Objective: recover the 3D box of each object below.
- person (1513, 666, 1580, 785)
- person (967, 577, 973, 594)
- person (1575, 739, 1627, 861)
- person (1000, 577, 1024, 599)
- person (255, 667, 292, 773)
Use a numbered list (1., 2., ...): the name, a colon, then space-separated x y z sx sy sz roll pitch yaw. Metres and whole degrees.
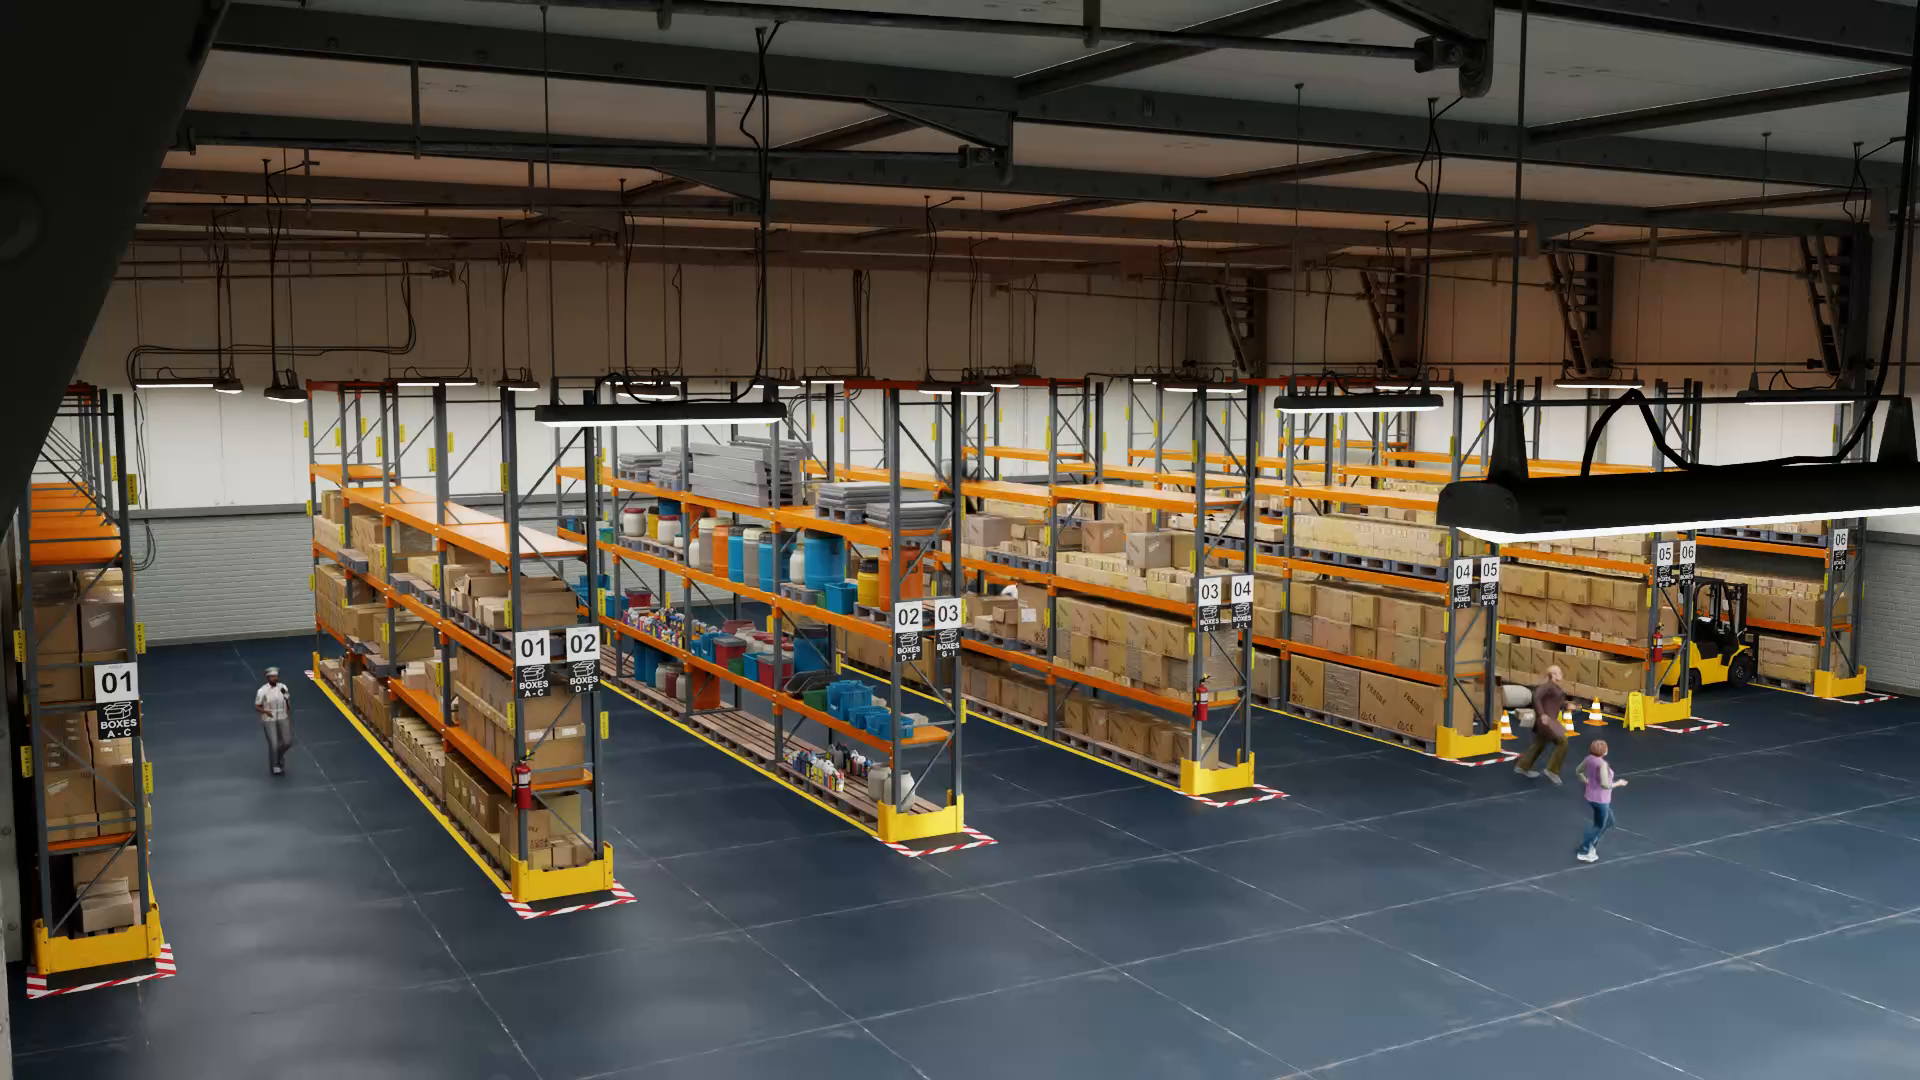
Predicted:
1. person: 8.893 2.796 25.191 0.928 1.815 0.629 2 6 17
2. person: 0.217 0.988 42.115 0.745 1.739 0.710 -1 6 -10
3. person: 8.129 3.299 21.092 0.596 1.575 0.517 0 6 0
4. person: 1.273 1.587 36.088 0.689 1.774 0.963 -3 7 -29
5. person: -10.564 2.777 25.681 0.570 1.654 0.568 -5 8 -40
